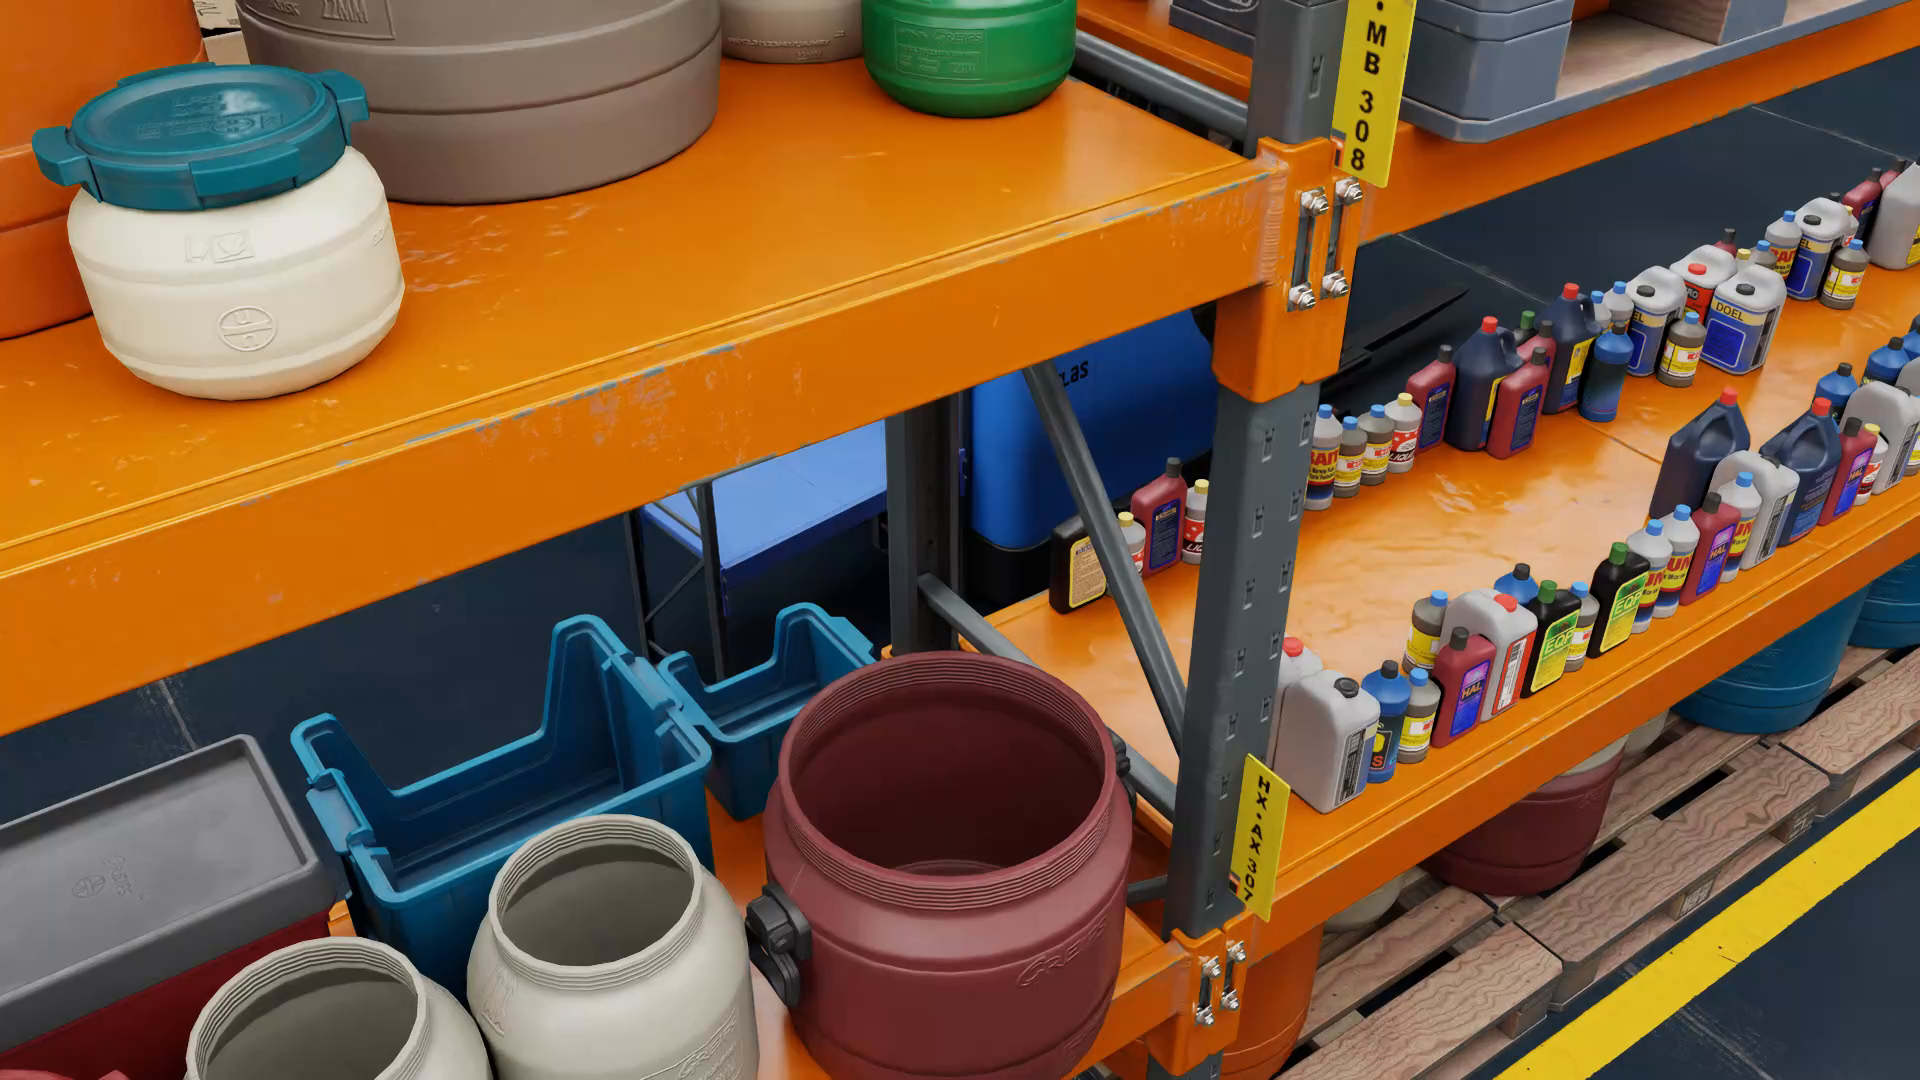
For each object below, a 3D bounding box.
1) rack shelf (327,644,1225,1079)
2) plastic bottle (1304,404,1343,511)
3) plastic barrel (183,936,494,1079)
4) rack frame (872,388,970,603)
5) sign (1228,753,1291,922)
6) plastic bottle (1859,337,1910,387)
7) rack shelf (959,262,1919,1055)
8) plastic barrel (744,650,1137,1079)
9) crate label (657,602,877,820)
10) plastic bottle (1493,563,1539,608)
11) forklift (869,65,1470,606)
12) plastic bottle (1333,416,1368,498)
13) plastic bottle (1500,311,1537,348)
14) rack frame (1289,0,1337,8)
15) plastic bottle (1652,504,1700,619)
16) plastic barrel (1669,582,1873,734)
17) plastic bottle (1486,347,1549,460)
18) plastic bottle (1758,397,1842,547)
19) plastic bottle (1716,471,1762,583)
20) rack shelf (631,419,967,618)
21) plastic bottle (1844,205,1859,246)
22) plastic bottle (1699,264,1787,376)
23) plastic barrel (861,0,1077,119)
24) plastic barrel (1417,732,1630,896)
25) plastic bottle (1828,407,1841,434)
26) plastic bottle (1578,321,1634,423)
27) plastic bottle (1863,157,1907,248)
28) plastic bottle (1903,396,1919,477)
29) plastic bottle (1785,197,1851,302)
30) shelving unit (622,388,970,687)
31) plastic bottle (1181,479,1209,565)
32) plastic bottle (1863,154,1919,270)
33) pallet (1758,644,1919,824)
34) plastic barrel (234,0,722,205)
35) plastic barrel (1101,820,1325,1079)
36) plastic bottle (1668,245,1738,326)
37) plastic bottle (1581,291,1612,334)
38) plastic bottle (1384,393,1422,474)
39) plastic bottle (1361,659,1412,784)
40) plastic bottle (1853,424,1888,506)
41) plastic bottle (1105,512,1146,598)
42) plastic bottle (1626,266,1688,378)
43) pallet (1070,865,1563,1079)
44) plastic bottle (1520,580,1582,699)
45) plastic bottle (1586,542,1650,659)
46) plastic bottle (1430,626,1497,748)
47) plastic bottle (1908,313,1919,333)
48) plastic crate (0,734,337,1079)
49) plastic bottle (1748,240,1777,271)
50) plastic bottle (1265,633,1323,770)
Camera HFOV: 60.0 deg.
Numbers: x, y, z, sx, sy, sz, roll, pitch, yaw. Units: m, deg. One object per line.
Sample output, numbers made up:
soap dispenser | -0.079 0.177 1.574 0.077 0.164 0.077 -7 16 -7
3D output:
rack shelf | -1.450 1.281 2.516 4.000 0.370 1.077 -22 41 -28
plastic bottle | 0.881 -0.210 4.083 0.097 0.271 0.097 0 36 0
plastic barrel | -0.878 0.861 2.388 0.421 0.512 0.421 0 36 0
rack frame | -0.148 -0.489 5.645 0.032 1.500 0.500 -28 44 -33
sign | 0.507 0.511 2.831 0.005 0.325 0.100 -22 41 -28
plastic bottle | 2.410 -0.405 4.355 0.097 0.271 0.097 0 36 0
rack shelf | 1.819 -0.064 4.386 4.000 0.370 1.077 -22 41 -28
plastic barrel | -0.020 0.562 2.783 0.708 0.536 0.600 -22 41 -28
crate label | -0.376 0.347 3.341 0.416 0.233 0.303 -22 41 -28
plastic bottle | 1.178 0.167 3.559 0.097 0.271 0.097 0 36 0
forklift | 0.947 -1.696 6.098 3.031 2.935 1.130 -28 44 -33
plastic bottle | 0.961 -0.214 4.149 0.097 0.201 0.097 0 36 0
plastic bottle | 1.464 -0.467 4.431 0.133 0.283 0.061 -22 41 -28
rack frame | 0.185 -2.119 1.489 0.127 3.000 1.000 -22 41 -28
plastic bottle | 1.590 0.041 3.735 0.097 0.271 0.097 0 36 0
plastic barrel | 2.421 0.066 5.027 0.708 0.901 0.600 -22 41 -28
plastic bottle | 1.438 -0.354 4.272 0.133 0.283 0.061 -22 41 -28
plastic bottle | 1.991 -0.173 3.964 0.185 0.351 0.144 -22 41 -28
plastic bottle | 1.779 -0.037 3.842 0.097 0.271 0.097 0 36 0
rack shelf | -0.523 -0.143 5.472 1.000 0.185 0.538 -28 44 -33
plastic bottle | 2.716 -0.936 5.153 0.097 0.201 0.097 0 36 0
plastic bottle | 2.187 -0.621 4.650 0.135 0.276 0.152 -22 41 -28
plastic barrel | 0.012 -0.731 2.261 0.294 0.245 0.294 0 36 0
plastic barrel | 1.498 0.573 4.591 0.708 0.588 0.600 -22 41 -28
plastic bottle | 2.085 -0.206 4.078 0.097 0.271 0.097 0 36 0
plastic bottle | 1.723 -0.453 4.421 0.097 0.271 0.097 0 36 0
plastic bottle | 2.909 -1.062 5.257 0.133 0.283 0.061 -22 41 -28
plastic bottle | 2.418 -0.272 4.229 0.097 0.201 0.097 0 36 0
plastic bottle | 2.557 -0.882 5.013 0.135 0.276 0.152 -22 41 -28
shelving unit | -0.523 -0.289 5.367 1.048 1.500 0.538 -28 44 -33
plastic bottle | 0.563 -0.050 3.921 0.097 0.201 0.097 0 36 0
plastic bottle | 2.947 -1.032 5.157 0.185 0.351 0.144 -22 41 -28
pallet | 2.799 0.343 5.593 1.213 0.211 1.003 -22 41 -28
plastic barrel | -0.612 -0.932 1.979 0.600 0.901 0.600 0 36 0
plastic barrel | 0.575 0.854 3.992 0.708 0.830 0.600 -22 41 -28
plastic bottle | 2.099 -0.693 4.751 0.135 0.276 0.152 -22 41 -28
plastic bottle | 1.720 -0.555 4.562 0.097 0.271 0.097 0 36 0
plastic bottle | 1.120 -0.279 4.240 0.097 0.201 0.097 0 36 0
plastic bottle | 0.835 0.352 3.302 0.097 0.271 0.097 0 36 0
plastic bottle | 2.229 -0.194 4.120 0.097 0.201 0.097 0 36 0
plastic bottle | 0.374 0.027 3.813 0.097 0.201 0.097 0 36 0
plastic bottle | 1.910 -0.615 4.643 0.135 0.276 0.152 -22 41 -28
pallet | 0.805 1.164 4.451 1.213 0.211 1.003 -22 41 -28
plastic bottle | 1.238 0.194 3.512 0.133 0.283 0.061 -22 41 -28
plastic bottle | 1.427 0.116 3.619 0.133 0.283 0.061 -22 41 -28
plastic bottle | 1.019 0.284 3.386 0.133 0.283 0.061 -22 41 -28
plastic bottle | 2.657 -0.550 4.488 0.185 0.351 0.144 -22 41 -28
plastic crate | -1.313 0.688 2.669 0.583 0.464 0.402 -22 41 -28
plastic bottle | 2.367 -0.793 4.953 0.097 0.201 0.097 0 36 0
plastic bottle | 0.637 0.303 3.366 0.135 0.276 0.152 -22 41 -28
